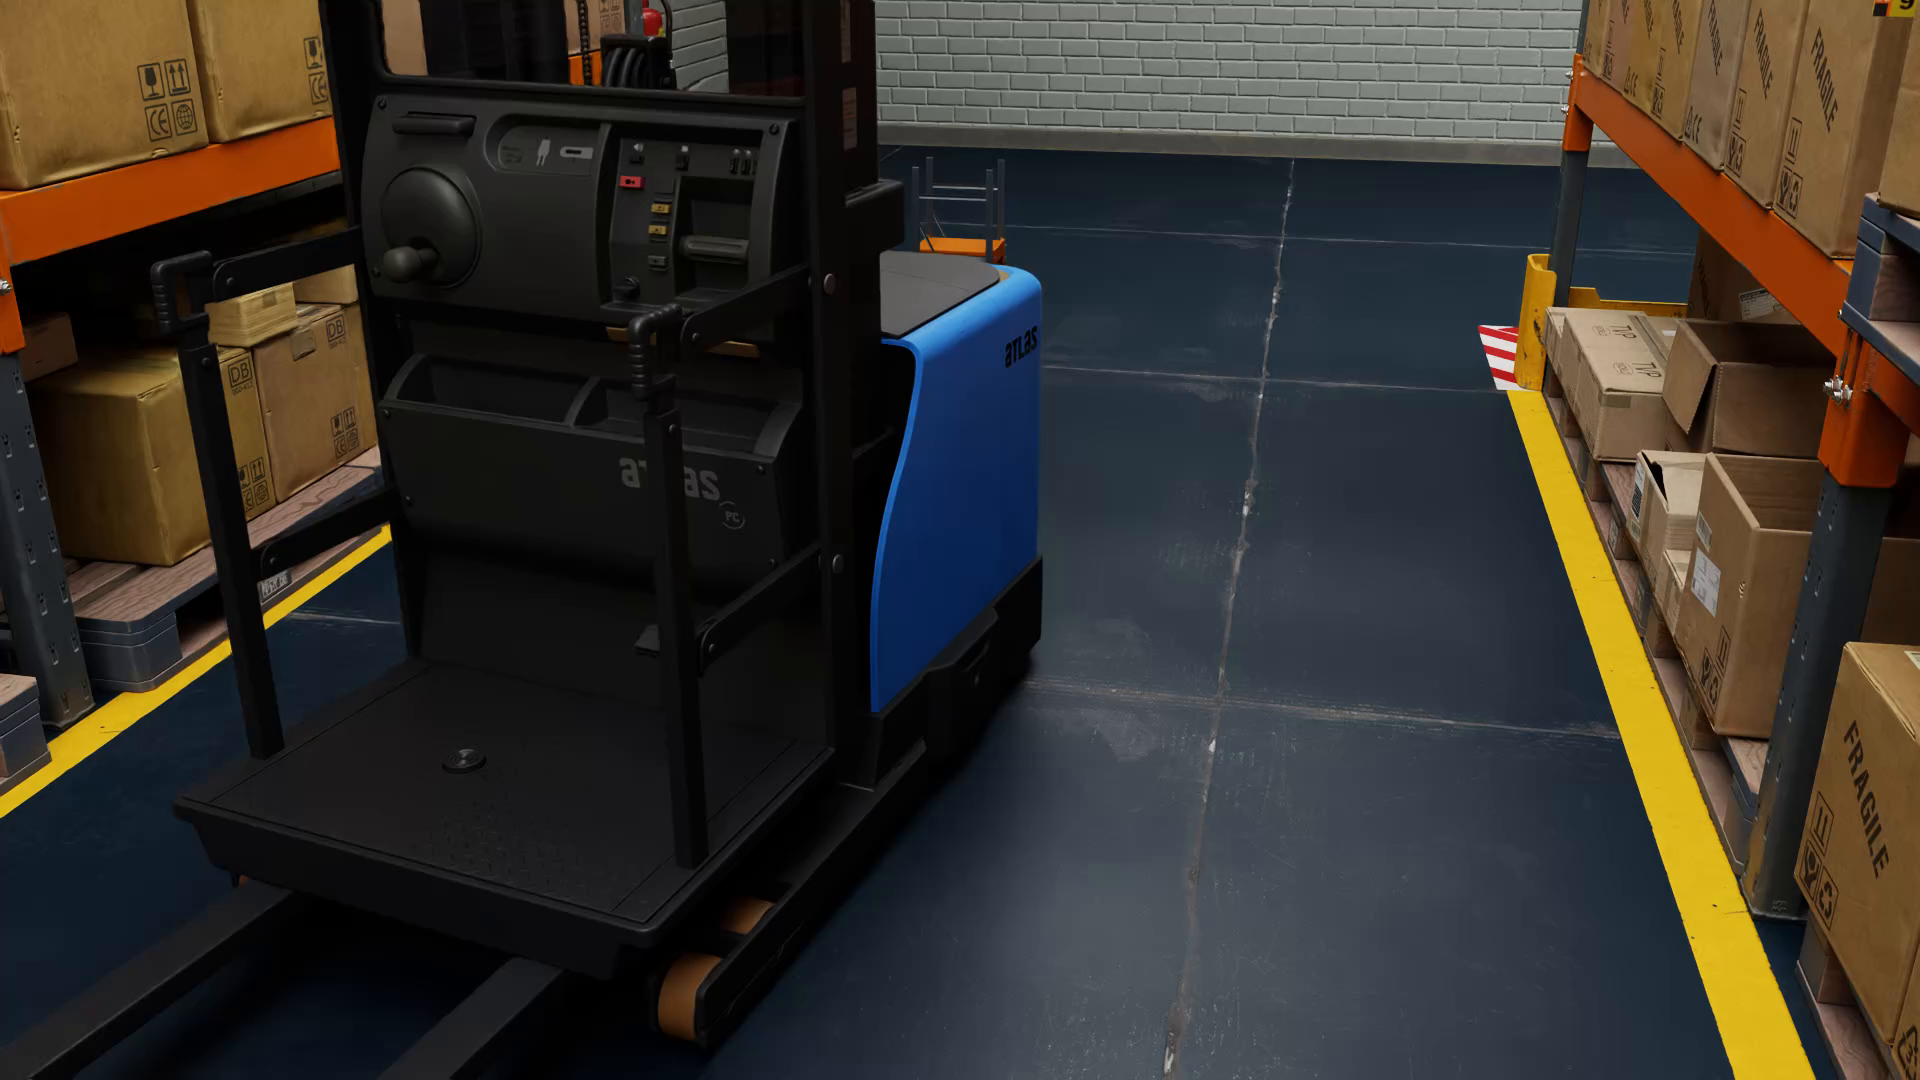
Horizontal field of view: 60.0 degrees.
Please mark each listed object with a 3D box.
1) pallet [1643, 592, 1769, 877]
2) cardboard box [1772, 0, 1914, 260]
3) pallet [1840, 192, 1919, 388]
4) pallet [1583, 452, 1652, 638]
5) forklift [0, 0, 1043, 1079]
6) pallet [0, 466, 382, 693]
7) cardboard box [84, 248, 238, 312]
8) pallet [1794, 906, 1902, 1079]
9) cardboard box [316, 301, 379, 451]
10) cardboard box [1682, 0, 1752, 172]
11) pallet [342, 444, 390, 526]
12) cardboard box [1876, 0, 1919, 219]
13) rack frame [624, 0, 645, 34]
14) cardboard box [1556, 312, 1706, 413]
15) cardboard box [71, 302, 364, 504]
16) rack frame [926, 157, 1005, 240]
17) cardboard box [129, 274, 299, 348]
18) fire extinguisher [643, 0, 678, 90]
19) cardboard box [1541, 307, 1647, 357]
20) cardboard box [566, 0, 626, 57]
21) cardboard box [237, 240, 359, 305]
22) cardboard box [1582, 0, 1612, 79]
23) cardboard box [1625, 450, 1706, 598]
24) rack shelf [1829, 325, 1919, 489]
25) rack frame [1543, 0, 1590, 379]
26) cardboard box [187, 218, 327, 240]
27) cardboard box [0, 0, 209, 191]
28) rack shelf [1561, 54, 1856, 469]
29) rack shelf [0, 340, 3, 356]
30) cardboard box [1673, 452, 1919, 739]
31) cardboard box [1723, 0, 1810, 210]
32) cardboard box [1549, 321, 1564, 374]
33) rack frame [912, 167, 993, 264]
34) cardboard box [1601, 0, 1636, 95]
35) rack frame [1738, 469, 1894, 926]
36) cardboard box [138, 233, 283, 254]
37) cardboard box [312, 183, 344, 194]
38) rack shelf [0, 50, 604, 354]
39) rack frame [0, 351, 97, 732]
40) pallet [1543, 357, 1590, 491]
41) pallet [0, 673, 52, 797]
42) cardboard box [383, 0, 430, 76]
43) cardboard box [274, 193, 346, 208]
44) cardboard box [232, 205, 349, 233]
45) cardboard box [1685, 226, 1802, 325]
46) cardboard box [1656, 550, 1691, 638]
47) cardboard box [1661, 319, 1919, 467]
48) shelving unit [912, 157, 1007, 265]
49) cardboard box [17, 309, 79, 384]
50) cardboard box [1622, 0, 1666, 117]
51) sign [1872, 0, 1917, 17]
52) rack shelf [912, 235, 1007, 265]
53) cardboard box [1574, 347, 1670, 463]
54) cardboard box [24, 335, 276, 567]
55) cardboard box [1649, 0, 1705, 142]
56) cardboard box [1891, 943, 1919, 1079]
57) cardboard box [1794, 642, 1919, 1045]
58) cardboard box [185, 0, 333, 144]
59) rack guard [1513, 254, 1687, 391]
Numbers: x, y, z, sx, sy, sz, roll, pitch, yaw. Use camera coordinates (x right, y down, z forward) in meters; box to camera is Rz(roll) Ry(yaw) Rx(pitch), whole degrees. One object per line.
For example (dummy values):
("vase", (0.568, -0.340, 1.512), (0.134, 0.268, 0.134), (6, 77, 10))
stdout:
("pallet", (2.270, 0.446, 3.963), (1.003, 0.211, 1.213), (4, 22, 11))
("cardboard box", (1.980, -0.845, 3.302), (0.500, 0.500, 0.500), (5, 22, 12))
("pallet", (1.859, -0.223, 2.149), (1.003, 0.211, 1.213), (4, 22, 11))
("pallet", (2.517, -0.001, 5.074), (1.003, 0.211, 1.213), (4, 22, 11))
("forklift", (-0.827, -0.616, 2.959), (1.130, 2.935, 3.031), (9, 24, 22))
("pallet", (-2.489, 0.049, 4.949), (1.003, 0.211, 1.213), (4, 22, 11))
("cardboard box", (-2.533, -0.826, 5.304), (0.380, 0.149, 0.250), (4, 22, 9))
("pallet", (2.000, 0.998, 2.593), (1.003, 0.211, 1.213), (4, 22, 11))
("cardboard box", (-2.255, -0.644, 5.722), (0.700, 0.500, 0.500), (5, 22, 12))
("cardboard box", (2.187, -1.221, 4.237), (0.500, 0.500, 0.500), (5, 22, 12))
("pallet", (-2.242, -0.398, 6.060), (1.003, 0.211, 1.213), (4, 22, 11))
("cardboard box", (1.814, -0.681, 2.333), (0.700, 0.500, 0.500), (-3, 22, -7))
("rack frame", (-1.905, -2.435, 7.385), (1.000, 3.000, 0.127), (4, 22, 11))
("cardboard box", (2.455, -0.627, 5.988), (0.500, 0.250, 0.500), (4, 22, 11))
("cardboard box", (-2.362, -0.457, 5.256), (0.700, 0.500, 0.500), (4, 22, 10))
("rack frame", (0.016, -0.585, 5.199), (0.240, 1.200, 0.006), (4, 22, 11))
("cardboard box", (-2.219, -0.685, 4.956), (0.380, 0.149, 0.250), (5, 23, 13))
("fire extinguisher", (-1.422, -2.246, 7.519), (0.296, 0.674, 0.183), (4, 22, 11))
("cardboard box", (2.524, -0.814, 6.586), (0.380, 0.149, 0.250), (4, 22, 11))
("cardboard box", (-1.999, -2.387, 6.864), (0.980, 0.700, 0.700), (5, 23, 13))
("cardboard box", (-2.113, -0.876, 5.430), (0.380, 0.149, 0.250), (4, 22, 9))
("cardboard box", (2.597, -1.963, 6.079), (0.500, 0.500, 0.500), (5, 22, 12))
("cardboard box", (2.121, -0.057, 4.491), (0.500, 0.311, 0.500), (4, 22, 11))
("rack shelf", (1.721, 0.469, 1.137), (1.077, 0.370, 4.000), (4, 22, 11))
("rack frame", (2.945, -2.059, 6.451), (1.000, 3.000, 0.127), (4, 22, 11))
("cardboard box", (-2.429, -1.012, 5.768), (0.380, 0.149, 0.250), (4, 22, 10))
("cardboard box", (-2.594, -1.309, 4.186), (0.980, 0.700, 0.700), (5, 22, 12))
("rack shelf", (2.537, -0.994, 4.769), (1.077, 0.370, 4.000), (4, 22, 11))
("rack shelf", (-3.129, 0.093, 2.071), (1.077, 0.370, 4.000), (4, 22, 11))
("cardboard box", (1.968, 0.129, 3.774), (0.500, 0.500, 0.500), (4, 22, 11))
("cardboard box", (2.084, -1.033, 3.770), (0.500, 0.500, 0.500), (5, 22, 12))
("cardboard box", (2.473, -0.730, 6.355), (0.380, 0.166, 0.250), (4, 22, 11))
("rack frame", (-0.022, -0.518, 5.033), (0.240, 1.200, 0.006), (4, 22, 11))
("cardboard box", (2.497, -1.774, 5.609), (0.500, 0.500, 0.500), (4, 22, 10))
("rack frame", (2.129, -0.596, 2.818), (1.000, 3.000, 0.127), (4, 22, 11))
("cardboard box", (-2.481, -0.918, 5.533), (0.380, 0.149, 0.250), (5, 22, 11))
("cardboard box", (-2.274, -1.292, 6.462), (0.380, 0.149, 0.250), (5, 22, 11))
("rack shelf", (-2.313, -1.370, 5.703), (1.077, 0.370, 4.000), (4, 22, 11))
("rack frame", (-2.721, -0.972, 3.753), (1.000, 3.000, 0.127), (4, 22, 11))
("pallet", (2.768, -0.446, 6.178), (1.003, 0.211, 1.213), (4, 22, 11))
("pallet", (-2.805, 0.609, 3.558), (1.003, 0.211, 1.213), (4, 22, 11))
("cardboard box", (-2.301, -1.842, 5.510), (0.980, 0.700, 0.700), (3, 22, 8))
("cardboard box", (-2.325, -1.199, 6.230), (0.380, 0.149, 0.250), (5, 22, 12))
("cardboard box", (-2.377, -1.105, 5.997), (0.380, 0.149, 0.250), (5, 22, 11))
("cardboard box", (3.076, -0.886, 6.295), (0.500, 0.500, 0.500), (4, 22, 11))
("cardboard box", (1.986, 0.151, 4.192), (0.380, 0.149, 0.250), (4, 22, 11))
("cardboard box", (2.508, -0.330, 4.909), (0.797, 0.503, 0.637), (4, 22, 11))
("shelving unit", (-0.003, -0.551, 5.116), (0.258, 1.200, 0.189), (4, 22, 11))
("cardboard box", (-2.692, -0.536, 4.585), (0.380, 0.149, 0.250), (4, 22, 11))
("cardboard box", (2.391, -1.591, 5.154), (0.500, 0.500, 0.500), (4, 22, 11))
("sign", (1.597, -1.036, 2.752), (0.100, 0.325, 0.005), (4, 22, 11))
("rack shelf", (-0.003, -0.844, 4.998), (0.258, 0.103, 0.180), (4, 22, 11))
("cardboard box", (2.353, -0.445, 5.534), (0.500, 0.250, 0.500), (4, 22, 11))
("cardboard box", (-2.468, -0.273, 4.801), (0.700, 0.500, 0.500), (5, 22, 12))
("cardboard box", (2.288, -1.408, 4.701), (0.500, 0.500, 0.500), (5, 22, 12))
("cardboard box", (1.694, 0.714, 2.323), (0.500, 0.500, 0.500), (5, 22, 12))
("cardboard box", (1.792, 0.518, 2.810), (0.500, 0.500, 0.500), (3, 22, 8))
("cardboard box", (-2.440, -1.575, 4.848), (0.980, 0.700, 0.700), (4, 22, 10))
("rack guard", (2.930, -0.872, 6.849), (1.175, 0.500, 0.348), (4, 22, 11))
